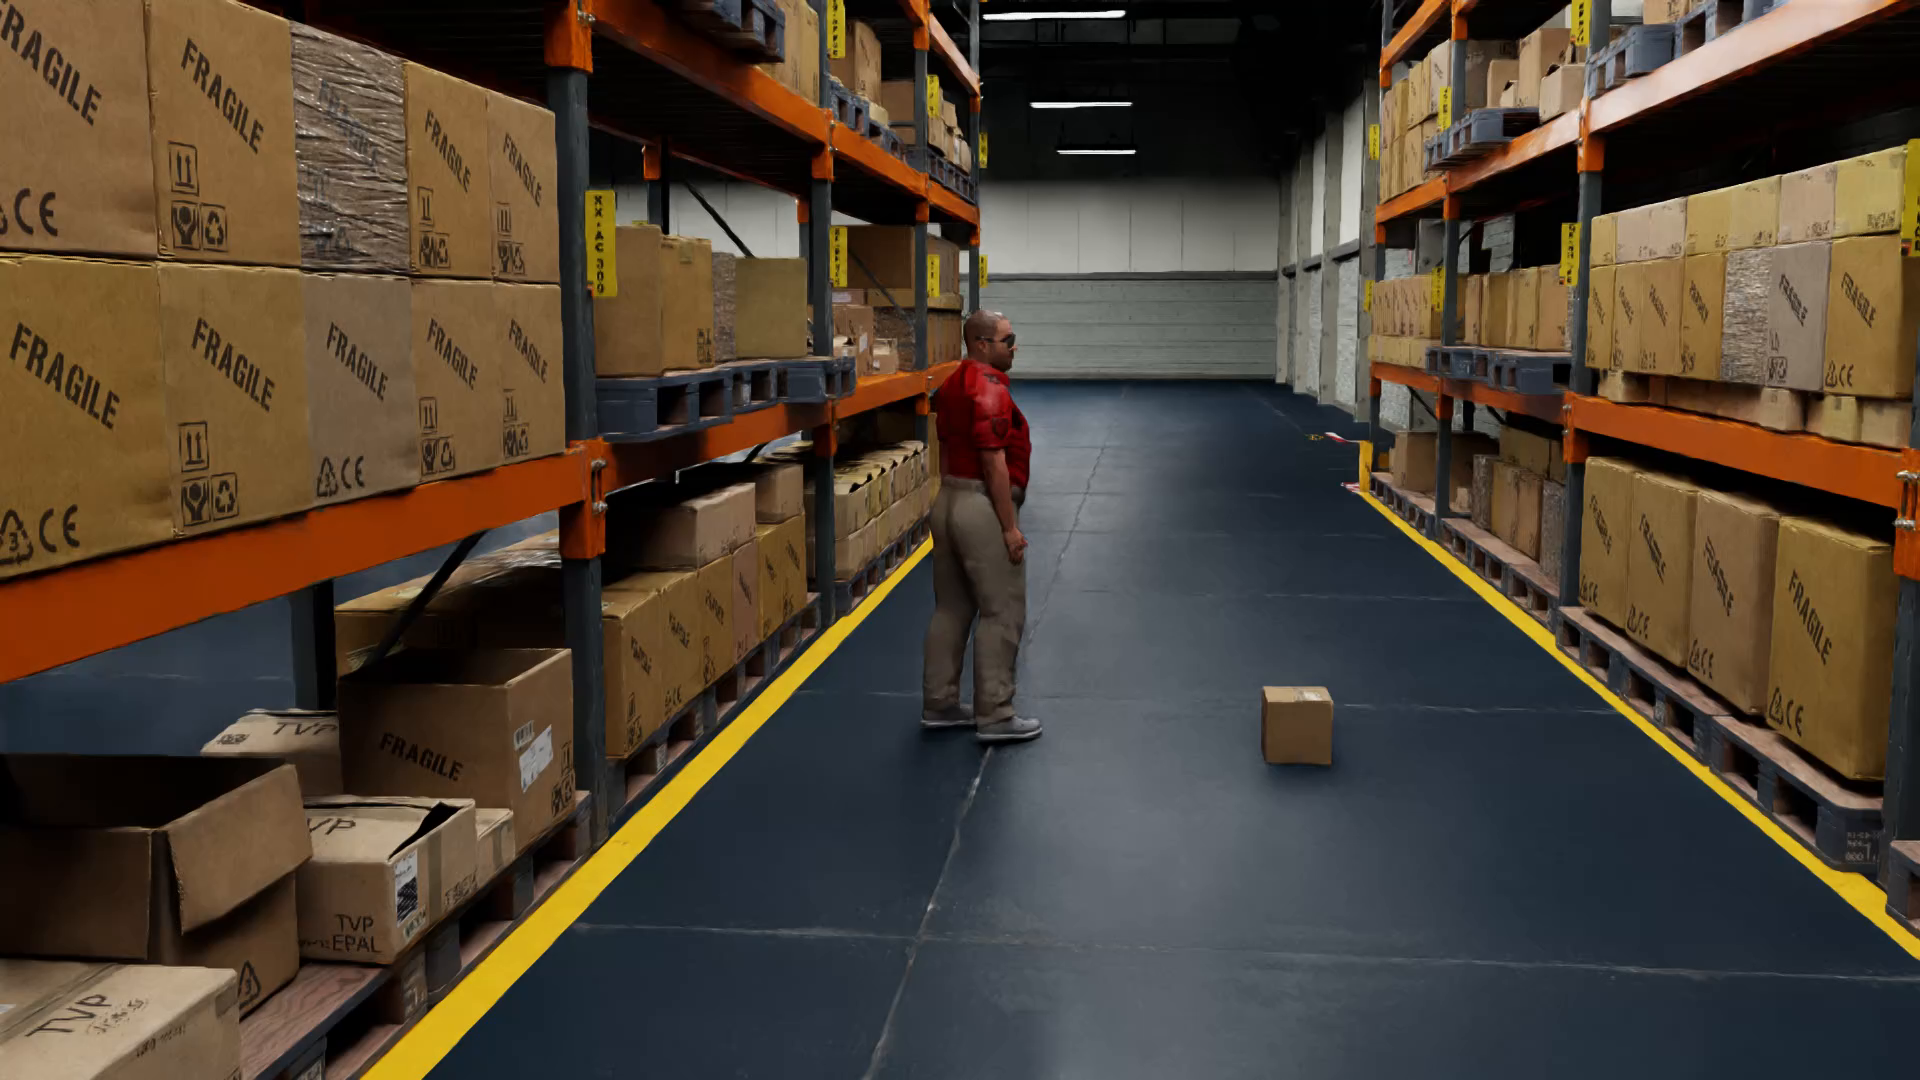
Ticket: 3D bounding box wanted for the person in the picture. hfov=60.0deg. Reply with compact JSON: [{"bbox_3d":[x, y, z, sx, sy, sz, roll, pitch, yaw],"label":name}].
[{"bbox_3d":[0.103,-0.063,6.739,0.424,1.729,0.541,-4,8,-26],"label":"person"}]
